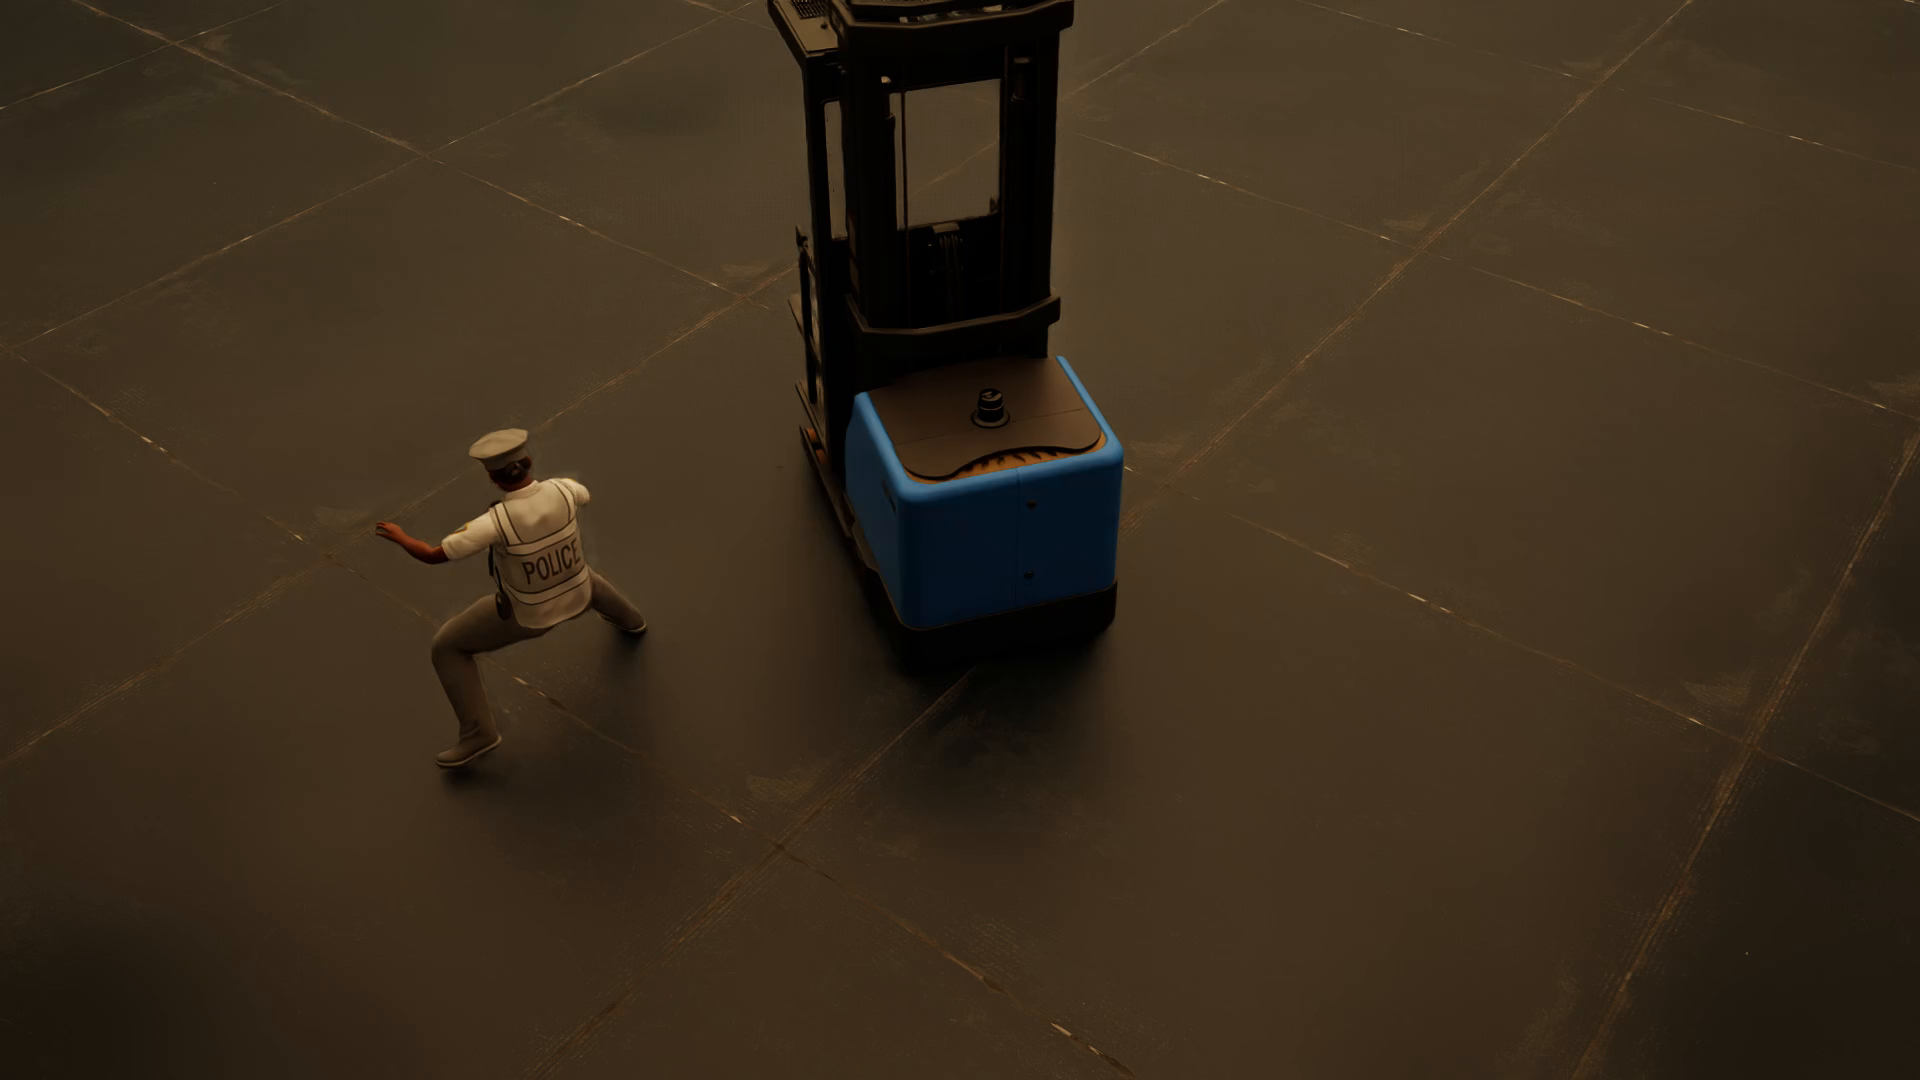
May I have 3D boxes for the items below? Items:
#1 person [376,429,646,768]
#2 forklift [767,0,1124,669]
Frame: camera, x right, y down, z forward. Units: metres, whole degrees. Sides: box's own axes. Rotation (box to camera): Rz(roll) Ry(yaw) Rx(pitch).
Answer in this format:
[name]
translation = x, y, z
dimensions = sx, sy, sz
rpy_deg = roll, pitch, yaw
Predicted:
[person]
translation = -1.890, 0.144, 7.067
dimensions = 1.176, 1.460, 0.649
rpy_deg = -30, 49, -30
[forklift]
translation = -0.210, -1.498, 7.831
dimensions = 1.130, 2.935, 3.031
rpy_deg = -12, 42, -13
